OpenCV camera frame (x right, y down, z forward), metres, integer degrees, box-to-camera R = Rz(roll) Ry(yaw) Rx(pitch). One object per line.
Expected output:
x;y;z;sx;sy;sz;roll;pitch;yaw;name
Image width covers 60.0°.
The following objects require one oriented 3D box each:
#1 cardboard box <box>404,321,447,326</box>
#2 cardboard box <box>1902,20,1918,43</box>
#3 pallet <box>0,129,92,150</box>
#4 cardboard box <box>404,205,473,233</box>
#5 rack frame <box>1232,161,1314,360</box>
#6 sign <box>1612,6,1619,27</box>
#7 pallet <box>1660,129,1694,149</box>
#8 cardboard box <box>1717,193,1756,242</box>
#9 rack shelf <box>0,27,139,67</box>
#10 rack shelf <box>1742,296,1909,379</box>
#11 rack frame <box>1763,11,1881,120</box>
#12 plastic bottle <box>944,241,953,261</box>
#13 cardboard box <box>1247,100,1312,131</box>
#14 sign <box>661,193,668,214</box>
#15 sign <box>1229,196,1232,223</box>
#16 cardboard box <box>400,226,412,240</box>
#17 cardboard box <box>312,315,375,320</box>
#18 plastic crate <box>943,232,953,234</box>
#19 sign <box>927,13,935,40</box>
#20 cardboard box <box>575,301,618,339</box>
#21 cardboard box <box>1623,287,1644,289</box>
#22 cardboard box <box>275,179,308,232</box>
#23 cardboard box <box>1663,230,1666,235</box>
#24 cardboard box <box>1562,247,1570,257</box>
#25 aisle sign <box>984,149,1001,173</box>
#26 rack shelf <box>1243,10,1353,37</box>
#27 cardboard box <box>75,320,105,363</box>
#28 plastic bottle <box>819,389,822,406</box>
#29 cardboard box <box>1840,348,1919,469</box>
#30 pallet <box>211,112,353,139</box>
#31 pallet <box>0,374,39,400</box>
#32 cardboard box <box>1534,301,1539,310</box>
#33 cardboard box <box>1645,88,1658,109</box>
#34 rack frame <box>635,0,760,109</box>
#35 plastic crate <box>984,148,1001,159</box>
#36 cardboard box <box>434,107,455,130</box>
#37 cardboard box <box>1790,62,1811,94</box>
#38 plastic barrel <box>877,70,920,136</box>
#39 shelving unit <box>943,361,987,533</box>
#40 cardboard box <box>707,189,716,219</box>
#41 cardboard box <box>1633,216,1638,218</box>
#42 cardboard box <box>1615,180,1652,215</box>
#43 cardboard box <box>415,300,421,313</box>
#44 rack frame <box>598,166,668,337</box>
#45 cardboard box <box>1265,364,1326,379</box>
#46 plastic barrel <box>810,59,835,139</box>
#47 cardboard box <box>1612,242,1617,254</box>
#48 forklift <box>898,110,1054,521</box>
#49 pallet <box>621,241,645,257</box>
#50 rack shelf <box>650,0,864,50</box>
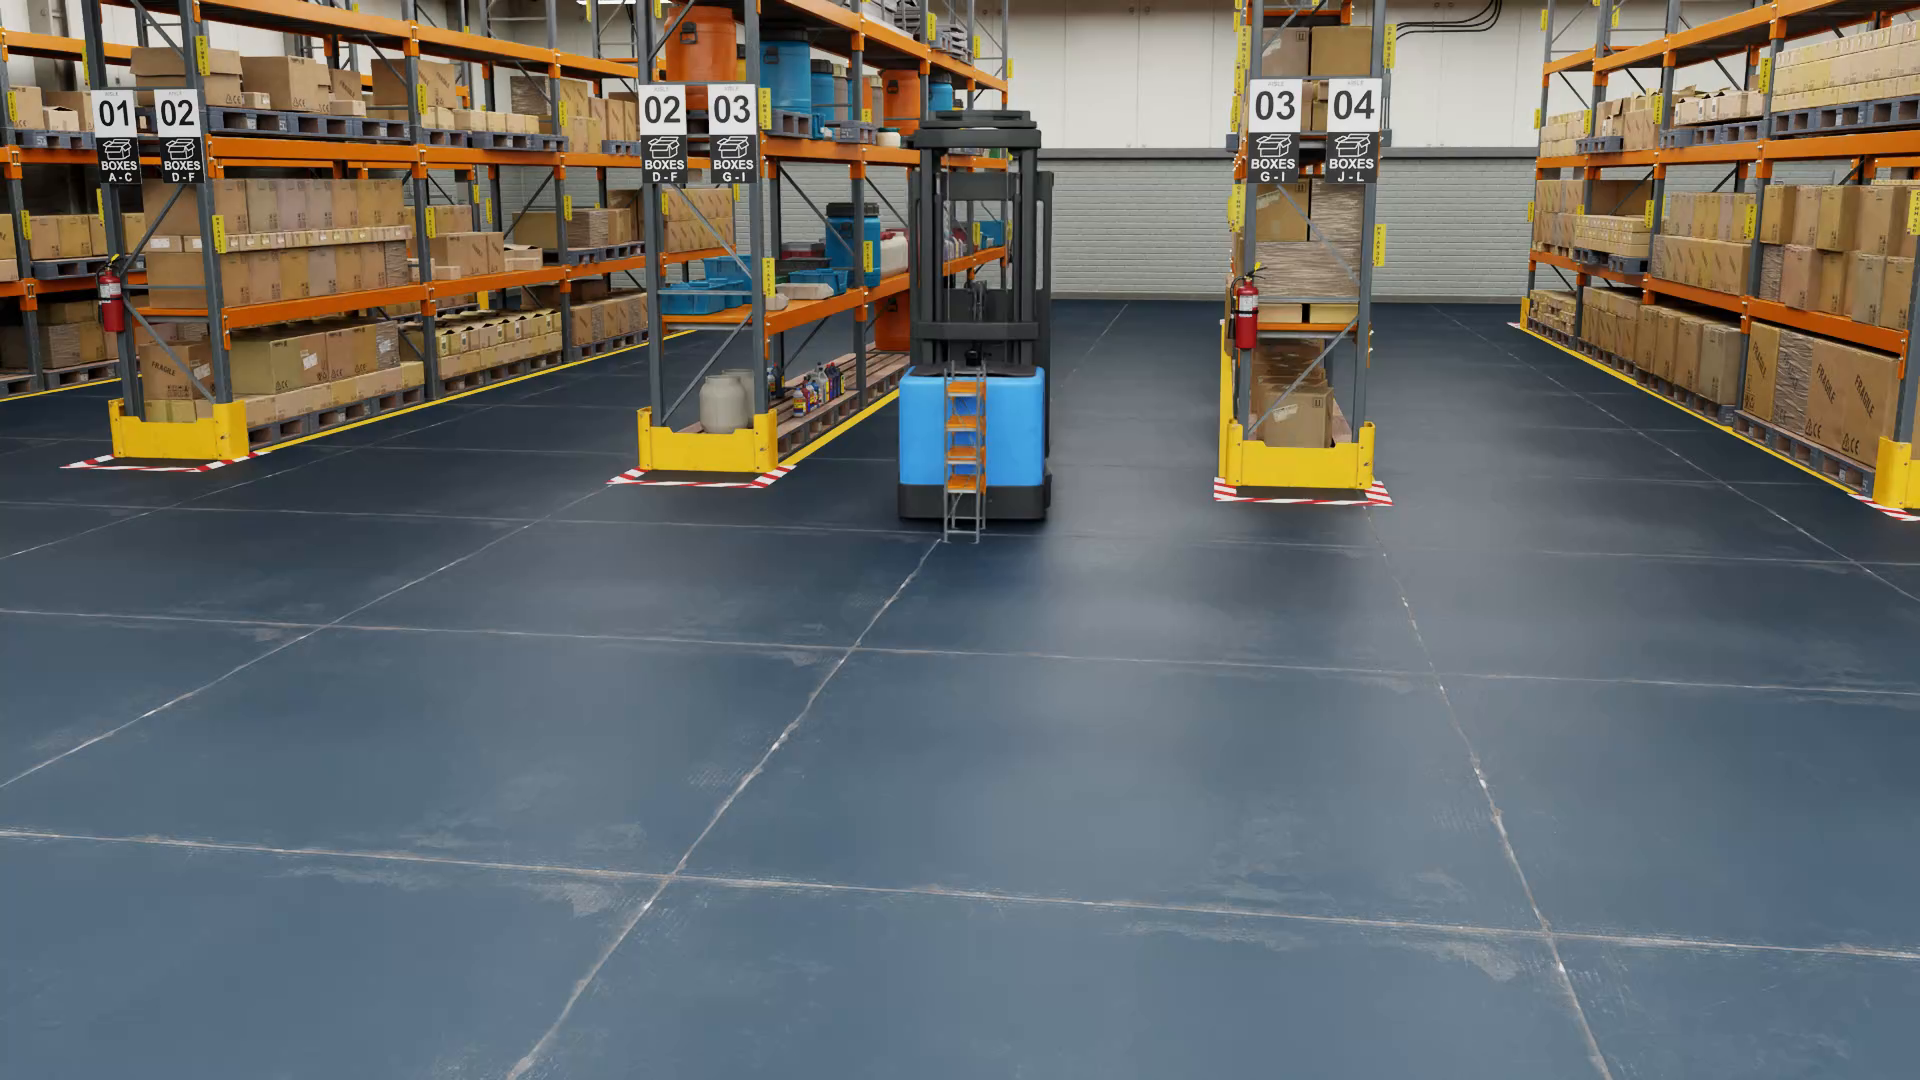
-6.485;-2.509;20.214;0.500;0.311;0.500;2;12;8;cardboard box
7.397;-3.852;12.597;0.380;0.149;0.250;2;12;9;cardboard box
-11.112;-4.727;19.634;1.213;0.211;1.003;2;12;9;pallet
-9.535;-5.766;30.415;0.980;0.700;0.700;2;12;11;cardboard box
3.986;-3.579;20.979;1.000;3.000;0.127;2;12;9;rack frame
10.647;-8.507;27.013;0.100;0.325;0.005;2;12;9;sign
8.825;-4.635;19.210;1.213;0.211;1.003;2;12;11;pallet
8.482;-3.418;17.622;0.700;0.500;0.500;2;12;9;cardboard box
-11.005;-6.029;20.767;1.077;0.370;4.000;2;12;9;rack shelf
7.949;-1.796;14.416;1.077;0.370;4.000;2;12;9;rack shelf
8.256;-5.497;15.640;1.000;3.000;0.127;2;12;9;rack frame
-0.188;-4.210;24.201;0.152;0.276;0.135;2;12;9;plastic bottle
2.579;-3.415;13.455;0.500;0.250;0.500;2;12;10;cardboard box
-4.638;-5.282;26.134;0.100;0.325;0.005;2;12;9;sign
3.437;-4.162;20.937;0.100;0.325;0.005;2;12;9;sign
-6.247;-3.370;18.235;0.380;0.149;0.250;2;12;9;cardboard box
-6.798;-2.209;18.374;0.500;0.500;0.500;2;12;9;cardboard box
-0.142;-5.174;28.638;0.416;0.233;0.300;2;12;9;plastic crate
-0.363;-6.498;21.050;0.100;0.325;0.005;2;12;9;sign
-5.292;-3.192;24.076;0.500;0.500;0.500;2;12;8;cardboard box
9.622;-3.416;23.382;0.500;0.250;0.500;2;12;7;cardboard box
-6.787;-3.241;16.093;0.700;0.500;0.500;2;12;9;cardboard box
9.299;-3.936;21.528;0.380;0.149;0.250;2;12;9;cardboard box
9.408;-4.395;25.364;0.380;0.149;0.250;1;12;6;cardboard box
0.623;-6.681;29.203;0.394;0.787;0.004;2;12;9;aisle sign
3.678;-5.548;18.533;1.077;0.370;4.000;2;12;9;rack shelf
-11.186;-2.484;20.787;0.700;0.500;0.500;2;12;8;cardboard box
-1.437;-1.444;16.671;0.097;0.201;0.097;0;12;0;plastic bottle
7.680;-1.042;13.253;0.875;0.875;0.875;2;12;9;cardboard box
-6.713;-4.059;16.299;1.003;0.211;1.213;2;12;9;pallet
-11.381;-1.723;18.989;1.003;0.211;1.213;2;12;9;pallet
9.670;-3.863;27.364;0.380;0.149;0.250;2;12;8;cardboard box
8.741;-5.486;20.656;0.396;0.266;0.258;2;12;9;cardboard box
-2.138;-5.007;13.364;1.000;3.000;0.127;2;12;9;rack frame
0.453;-6.553;28.162;0.450;0.188;0.336;2;12;9;plastic crate
-6.231;-4.908;19.389;0.500;0.250;0.500;1;12;3;cardboard box
7.828;-4.159;14.968;0.500;0.250;0.500;2;12;8;cardboard box
-0.818;-5.739;21.866;0.600;0.830;0.708;2;12;9;plastic barrel
0.036;-0.612;11.486;0.258;1.200;0.499;1;12;6;shelving unit
-4.520;-5.789;28.623;0.500;0.500;0.500;2;12;10;cardboard box
9.536;-4.403;22.993;0.380;0.149;0.250;1;12;7;cardboard box
9.797;-4.999;24.251;0.500;0.500;0.500;2;12;10;cardboard box
-9.704;-4.240;28.983;0.700;0.500;0.500;2;12;10;cardboard box
-5.187;-4.733;26.336;1.000;3.000;0.127;2;12;9;rack frame
3.171;-1.396;15.788;0.500;0.500;0.500;1;12;4;cardboard box
-1.659;-4.731;18.015;0.600;0.901;0.708;2;12;9;plastic barrel
8.614;-3.754;21.392;0.380;0.149;0.250;2;12;8;cardboard box
9.214;-2.109;14.324;18.991;2.935;6.886;1;12;4;forklift
-5.417;-4.476;25.601;1.003;0.211;1.213;2;12;9;pallet
-1.831;-4.876;15.414;1.077;0.370;4.000;2;12;9;rack shelf
